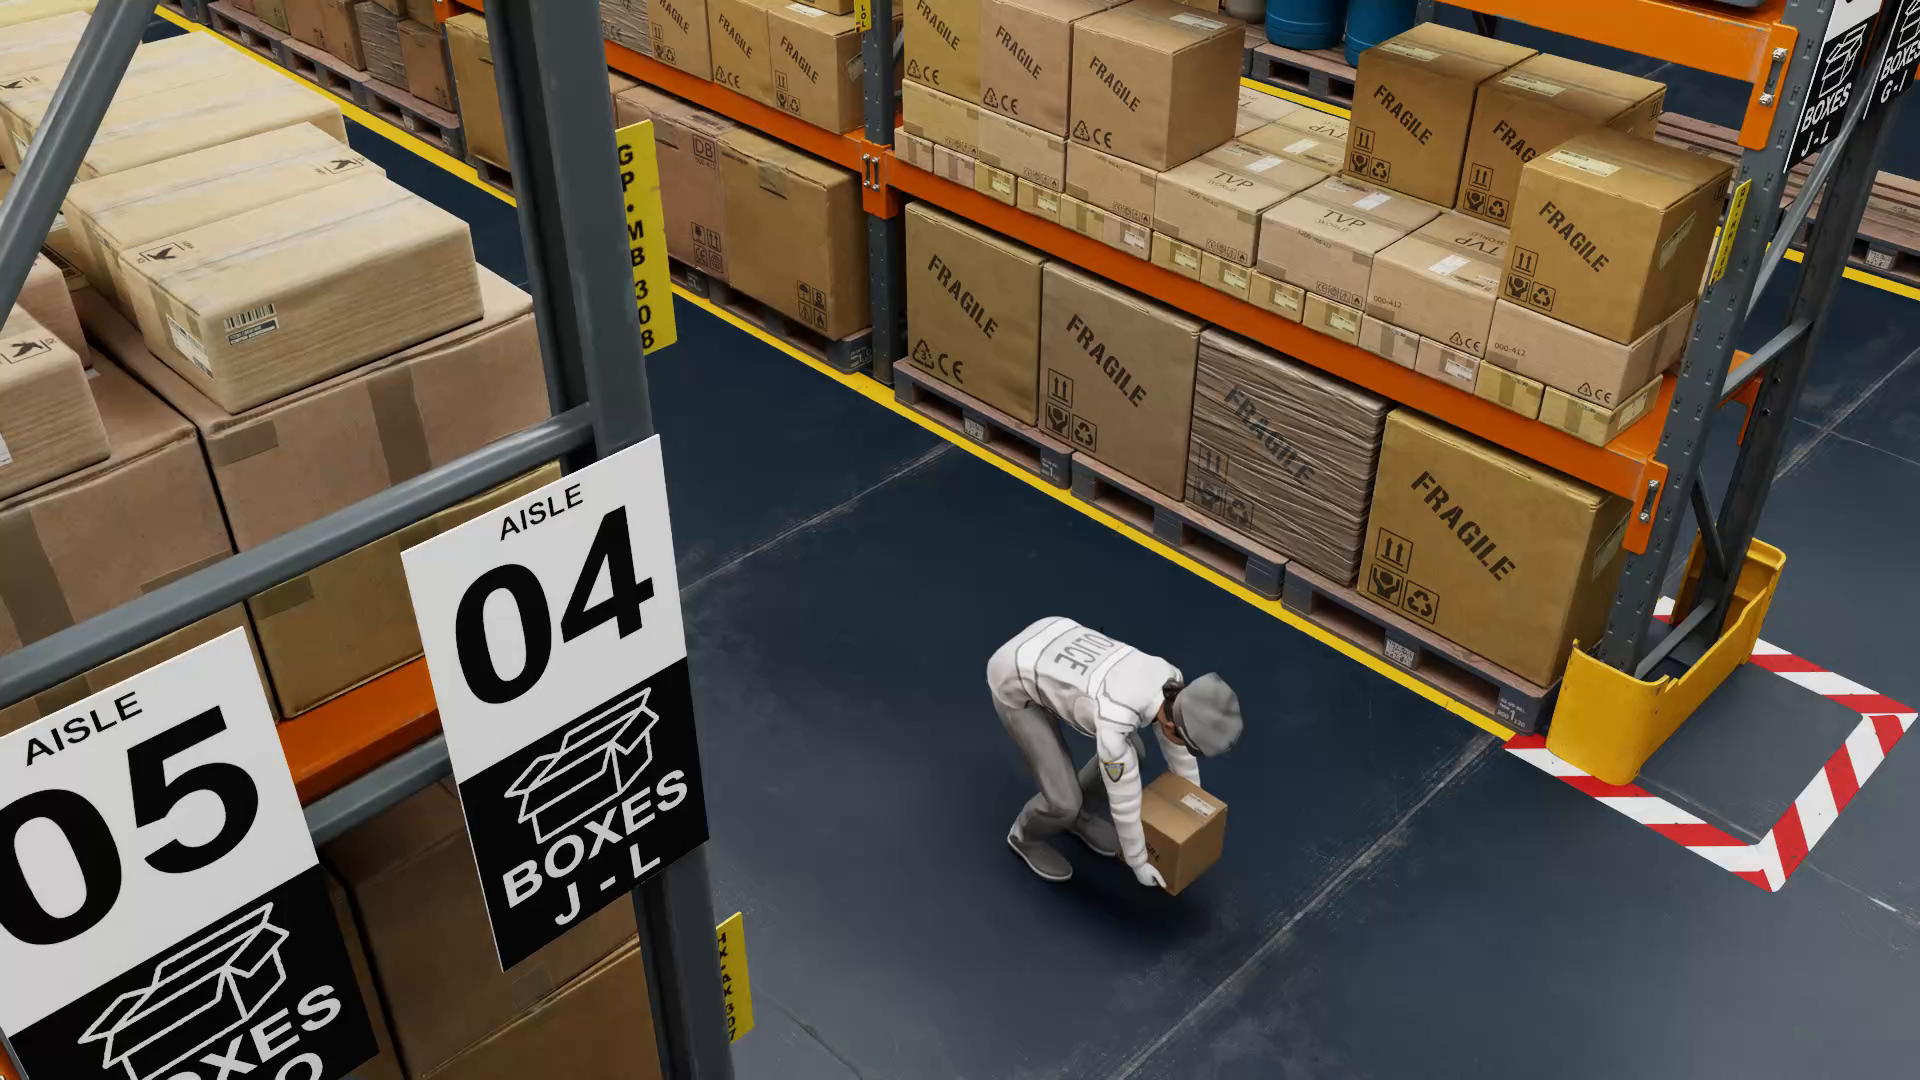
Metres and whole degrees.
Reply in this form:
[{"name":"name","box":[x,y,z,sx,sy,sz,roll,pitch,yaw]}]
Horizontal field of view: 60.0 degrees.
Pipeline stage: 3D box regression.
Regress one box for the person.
[{"name":"person","box":[0.500,0.752,5.630,0.921,1.047,0.443,28,44,33]}]
